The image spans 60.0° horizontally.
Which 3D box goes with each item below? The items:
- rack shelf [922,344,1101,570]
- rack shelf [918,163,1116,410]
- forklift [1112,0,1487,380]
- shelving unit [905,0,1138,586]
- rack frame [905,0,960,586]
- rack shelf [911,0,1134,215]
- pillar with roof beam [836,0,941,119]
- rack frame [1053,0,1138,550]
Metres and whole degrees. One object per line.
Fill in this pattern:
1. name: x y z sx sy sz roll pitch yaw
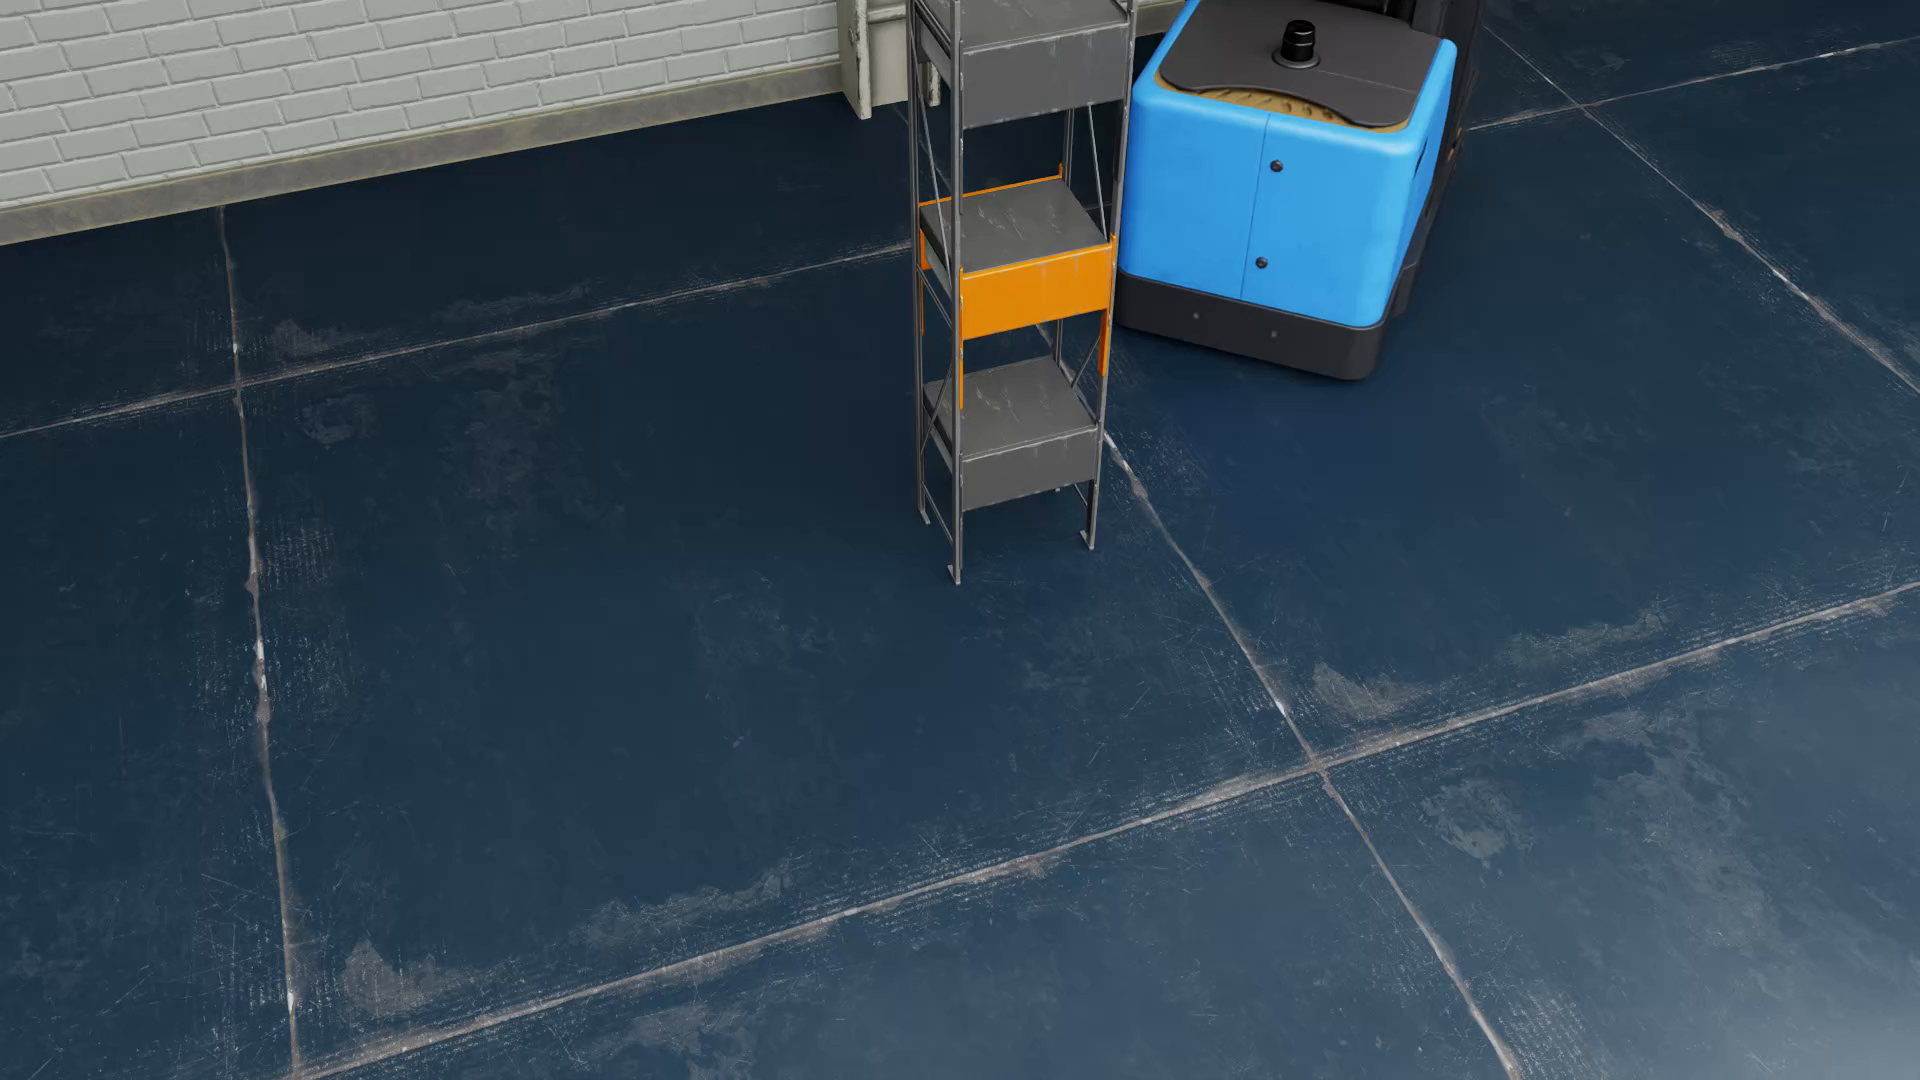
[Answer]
1. rack shelf: 0.156 -0.277 5.551 0.480 0.518 0.431 -14 47 -14
2. rack shelf: 0.156 -0.771 5.056 0.480 0.518 0.431 -14 47 -14
3. forklift: 1.609 -2.694 6.366 1.130 2.935 3.031 16 47 15
4. shelving unit: 0.156 -0.781 5.046 0.503 2.100 0.431 -14 47 -14
5. rack frame: -0.074 -0.722 4.987 0.015 2.100 0.400 -14 47 -14
6. rack shelf: 0.156 -1.266 4.560 0.480 0.518 0.431 -14 47 -14
7. pillar with roof beam: 1.134 -2.403 1.791 0.400 9.000 9.100 -14 47 -14
8. rack frame: 0.385 -0.840 5.104 0.015 2.100 0.400 -14 47 -14
